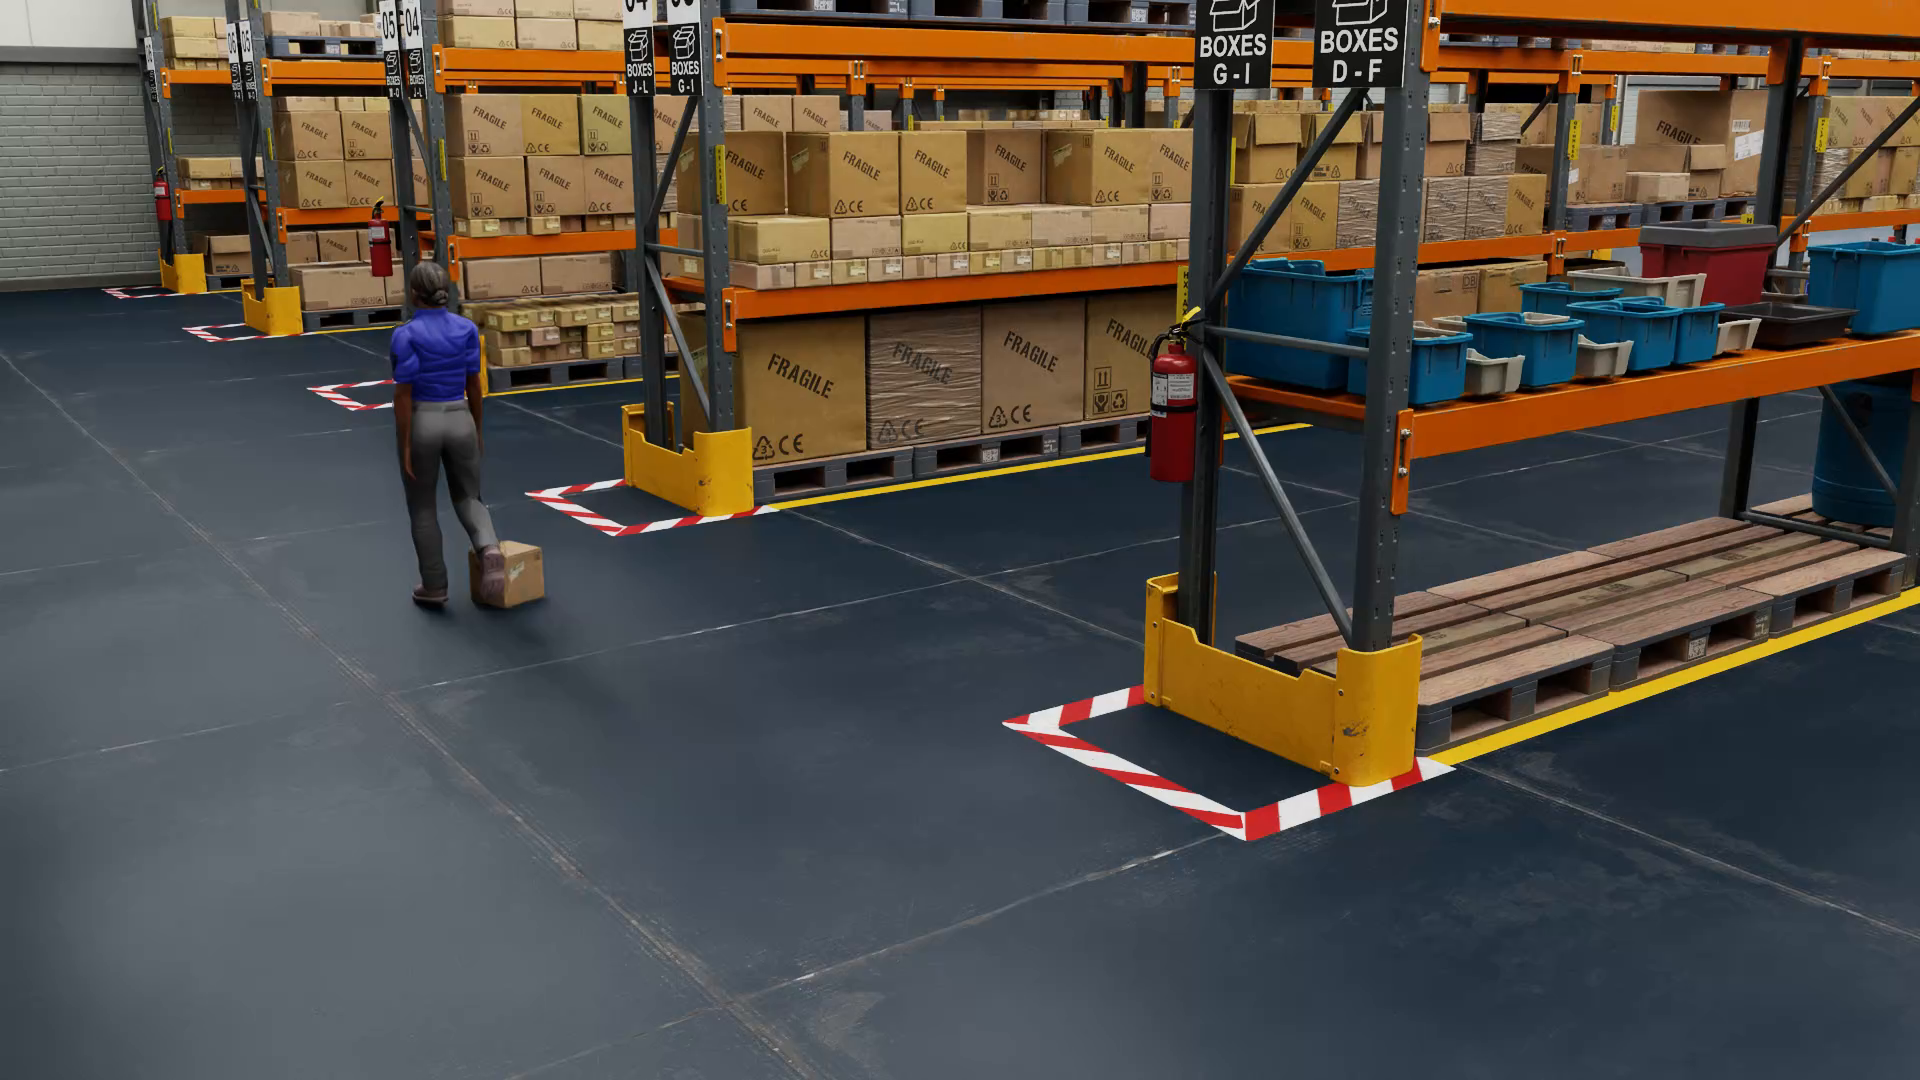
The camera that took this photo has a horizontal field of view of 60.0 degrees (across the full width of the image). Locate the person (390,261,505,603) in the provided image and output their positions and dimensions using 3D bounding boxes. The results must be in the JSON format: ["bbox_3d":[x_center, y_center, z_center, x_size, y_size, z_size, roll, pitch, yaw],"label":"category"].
[{"bbox_3d":[-2.416,-0.475,7.788,0.447,1.645,0.651,-11,18,-35],"label":"person"}]
